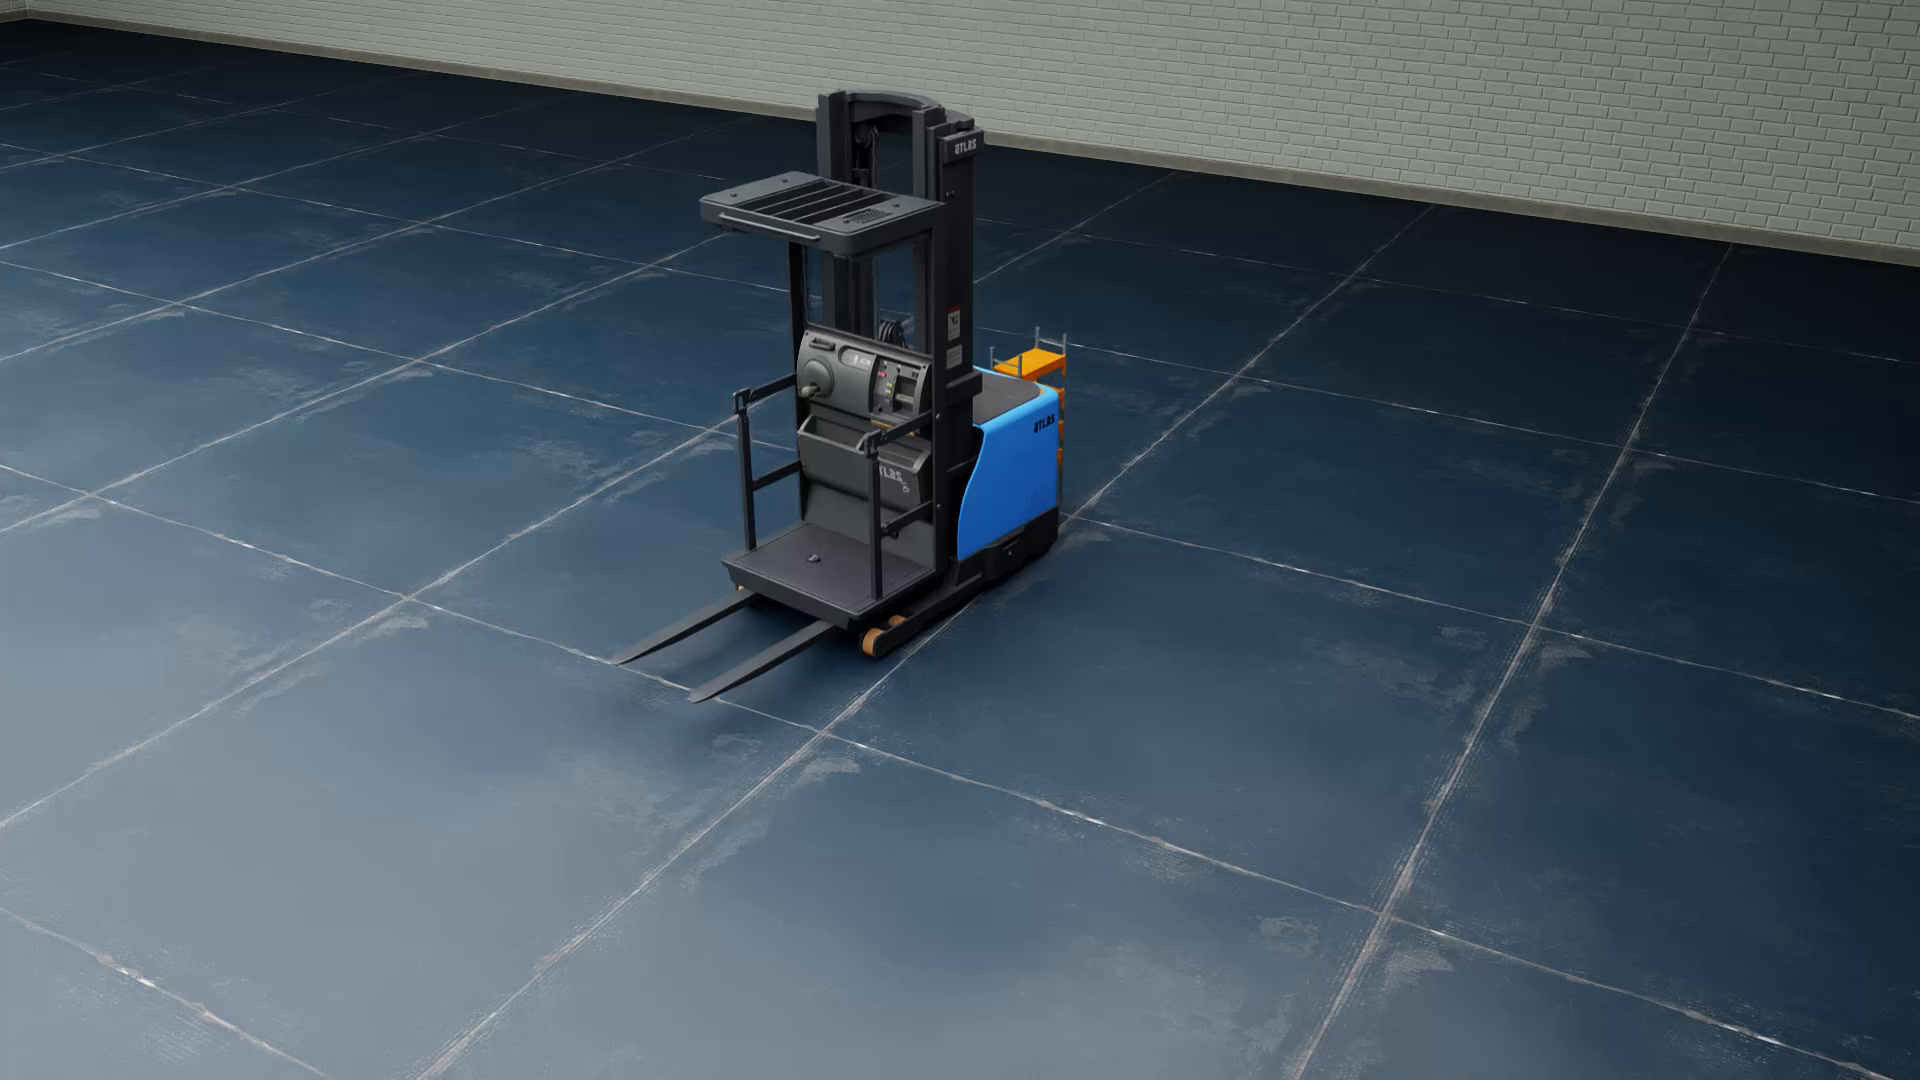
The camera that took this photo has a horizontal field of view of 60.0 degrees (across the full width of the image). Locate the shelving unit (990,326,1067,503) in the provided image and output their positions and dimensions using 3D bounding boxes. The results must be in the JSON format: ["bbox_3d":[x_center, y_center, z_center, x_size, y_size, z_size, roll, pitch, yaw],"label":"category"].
[{"bbox_3d":[0.441,-0.737,10.881,0.258,1.200,0.503,20,33,34],"label":"shelving unit"}]

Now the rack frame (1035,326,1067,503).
[{"bbox_3d":[0.593,-0.822,11.052,0.240,1.200,0.015,20,33,34],"label":"rack frame"}]

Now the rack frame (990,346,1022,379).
[{"bbox_3d":[0.289,-0.651,10.711,0.240,1.200,0.015,20,33,34],"label":"rack frame"}]

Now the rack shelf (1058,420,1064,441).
[{"bbox_3d":[0.441,-0.677,10.912,0.258,0.148,0.480,20,33,34],"label":"rack shelf"}]

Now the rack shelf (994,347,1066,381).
[{"bbox_3d":[0.441,-1.088,10.706,0.258,0.148,0.480,20,33,34],"label":"rack shelf"}]

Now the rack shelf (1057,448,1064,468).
[{"bbox_3d":[0.441,-0.499,11.000,0.258,0.148,0.480,20,33,34],"label":"rack shelf"}]

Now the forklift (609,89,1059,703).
[{"bbox_3d":[-0.687,-0.894,9.262,1.130,2.935,3.031,20,33,34],"label":"forklift"}]

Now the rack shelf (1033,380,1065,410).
[{"bbox_3d":[0.441,-0.877,10.811,0.258,0.148,0.480,20,33,34],"label":"rack shelf"}]
